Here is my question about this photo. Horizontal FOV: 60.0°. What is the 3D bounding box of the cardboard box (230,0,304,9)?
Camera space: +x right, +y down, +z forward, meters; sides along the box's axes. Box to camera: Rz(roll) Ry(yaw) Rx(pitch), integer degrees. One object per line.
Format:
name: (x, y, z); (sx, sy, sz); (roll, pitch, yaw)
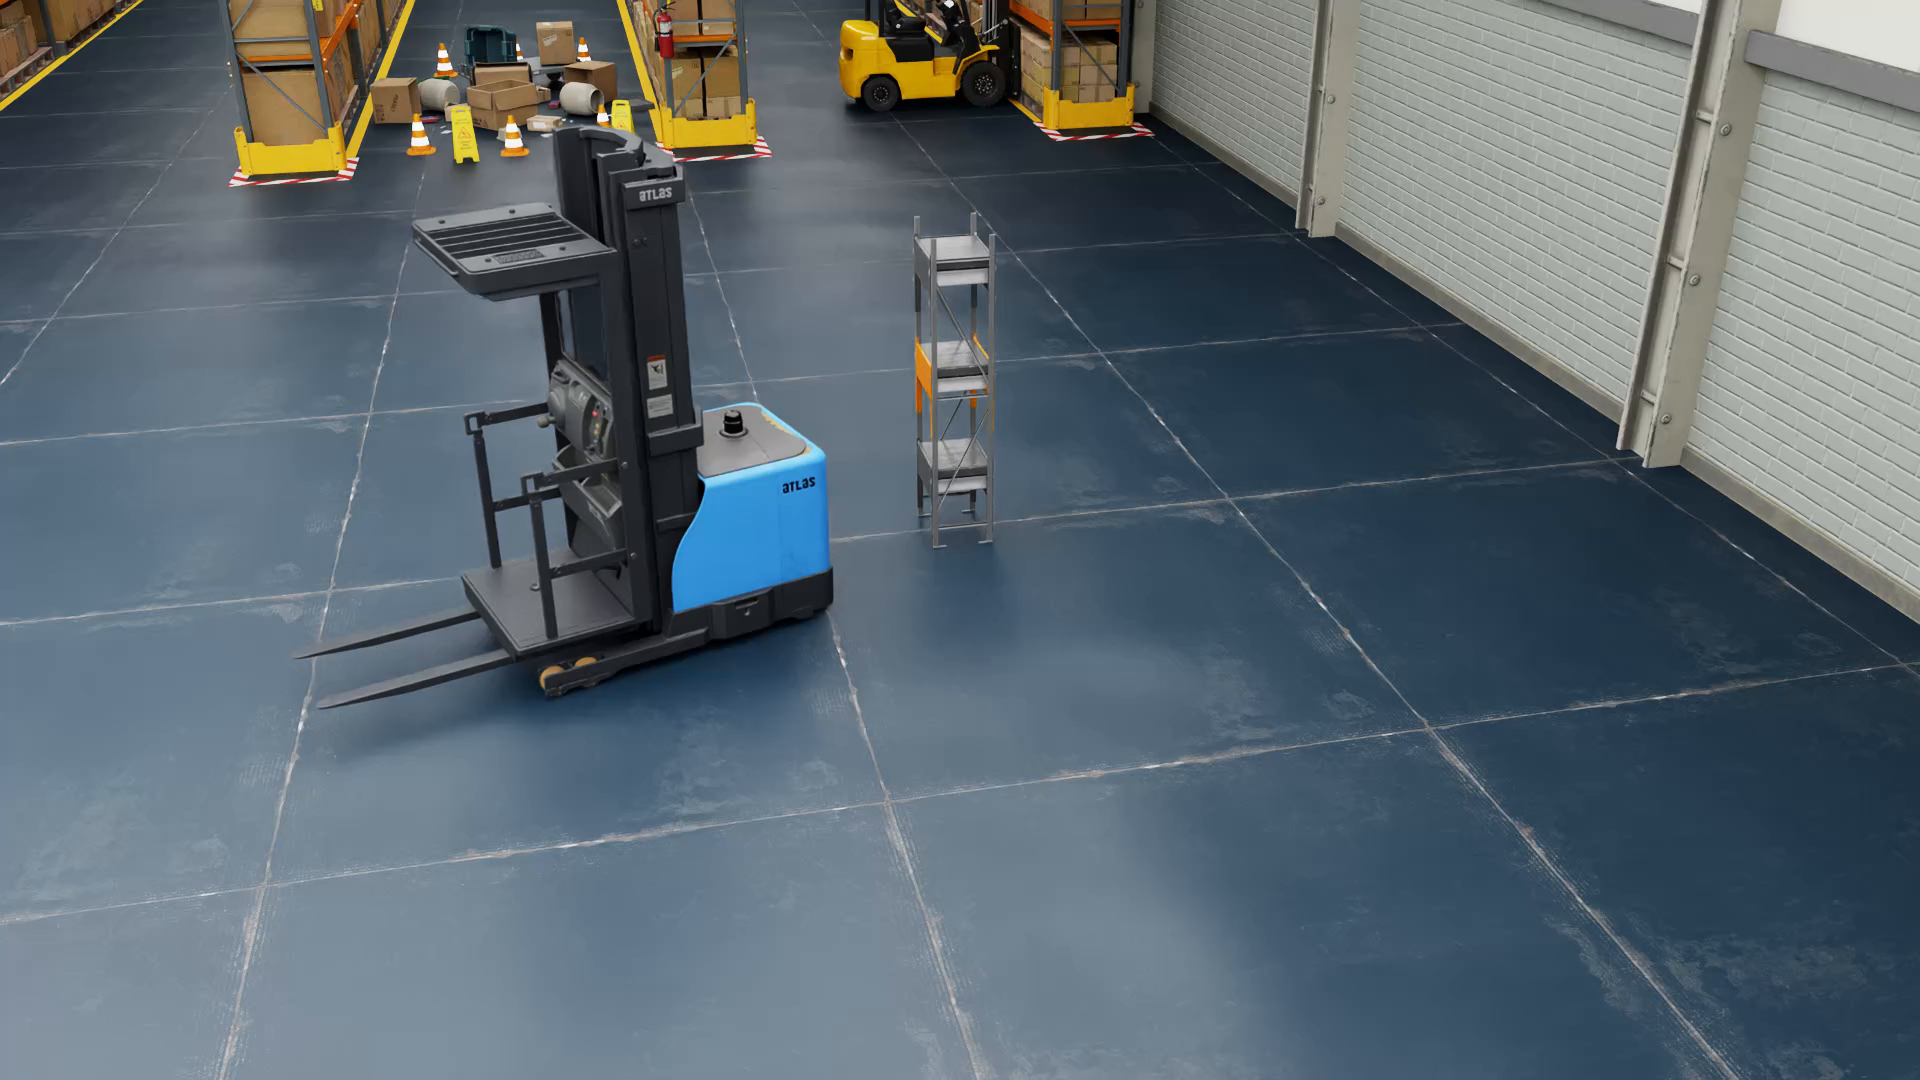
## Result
cardboard box: (-7.994, -6.499, 19.280); (0.875, 0.550, 0.550); (-6, 27, -12)

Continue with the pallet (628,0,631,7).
pallet: (-5.605, -10.023, 30.719); (1.003, 0.211, 1.213); (-6, 27, -12)

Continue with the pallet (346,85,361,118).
pallet: (-8.755, -5.953, 22.656); (1.003, 0.211, 1.213); (-6, 27, -12)

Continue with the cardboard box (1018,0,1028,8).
cardboard box: (1.096, -7.524, 22.563); (0.500, 0.500, 0.500); (-6, 27, -13)

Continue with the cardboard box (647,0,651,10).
cardboard box: (-4.012, -7.241, 22.393); (0.380, 0.149, 0.250); (-6, 27, -11)

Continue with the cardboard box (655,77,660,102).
cardboard box: (-3.825, -6.076, 22.390); (0.500, 0.250, 0.500); (-7, 28, -13)

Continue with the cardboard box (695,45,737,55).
cardboard box: (-3.189, -6.247, 21.898); (0.500, 0.500, 0.500); (-7, 28, -14)

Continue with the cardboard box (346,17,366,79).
cardboard box: (-9.077, -6.986, 23.639); (1.050, 0.750, 0.750); (-6, 27, -12)

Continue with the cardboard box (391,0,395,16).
cardboard box: (-9.899, -9.149, 28.202); (0.500, 0.500, 0.500); (-7, 28, -13)

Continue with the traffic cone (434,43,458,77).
traffic cone: (-7.681, -7.149, 24.747); (0.336, 0.463, 0.334); (-6, 27, -12)

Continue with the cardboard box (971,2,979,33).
cardboard box: (0.657, -7.948, 25.683); (0.875, 0.625, 0.625); (-5, 27, -9)

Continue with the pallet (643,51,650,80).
pallet: (-4.227, -7.183, 25.094); (1.003, 0.211, 1.213); (-6, 27, -12)

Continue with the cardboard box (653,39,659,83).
cardboard box: (-3.811, -6.402, 22.204); (0.500, 0.500, 0.500); (-7, 28, -13)

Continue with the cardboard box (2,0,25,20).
cardboard box: (-14.426, -7.960, 24.993); (0.500, 0.250, 0.500); (-5, 27, -9)

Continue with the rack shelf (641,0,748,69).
rack shelf: (-3.599, -6.887, 22.212); (1.077, 0.370, 4.000); (-6, 27, -12)

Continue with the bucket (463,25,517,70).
bucket: (-6.573, -6.931, 23.446); (0.726, 0.611, 0.620); (3, 17, 6)

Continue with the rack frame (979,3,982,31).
rack frame: (0.785, -8.592, 24.791); (1.000, 3.000, 0.127); (-6, 27, -12)

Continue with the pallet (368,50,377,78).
pallet: (-9.376, -7.162, 25.053); (1.003, 0.211, 1.213); (-6, 27, -12)

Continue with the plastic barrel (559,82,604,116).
plastic barrel: (-5.089, -5.934, 22.382); (0.512, 0.421, 0.421); (13, 30, 24)

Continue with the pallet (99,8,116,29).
pallet: (-15.261, -9.016, 28.726); (1.003, 0.211, 1.213); (-6, 27, -12)

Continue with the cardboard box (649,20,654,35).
cardboard box: (-4.029, -6.980, 22.630); (0.380, 0.149, 0.250); (-4, 27, -9)

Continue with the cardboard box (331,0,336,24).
cardboard box: (-8.385, -6.735, 20.945); (0.875, 0.550, 0.500); (-6, 27, -12)

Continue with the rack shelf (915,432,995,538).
rack shelf: (-0.037, -0.373, 11.089); (0.431, 0.518, 0.480); (-6, 27, -12)

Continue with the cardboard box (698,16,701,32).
cardboard box: (-3.094, -6.498, 20.920); (0.380, 0.149, 0.250); (-6, 27, -11)

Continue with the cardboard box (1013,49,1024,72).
cardboard box: (1.033, -6.647, 22.968); (0.500, 0.250, 0.500); (-7, 28, -13)

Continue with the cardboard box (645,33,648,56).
cardboard box: (-4.171, -7.331, 24.742); (0.950, 0.372, 0.625); (-6, 27, -11)

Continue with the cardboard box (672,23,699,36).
cardboard box: (-3.441, -6.361, 20.649); (0.380, 0.149, 0.250); (-5, 27, -10)

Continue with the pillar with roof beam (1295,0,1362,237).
pillar with roof beam: (-0.434, -6.841, 14.662); (9.100, 9.000, 0.400); (-6, 27, -12)

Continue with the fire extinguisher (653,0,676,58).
fire extinguisher: (-3.572, -6.199, 20.135); (0.296, 0.674, 0.183); (-6, 27, -12)

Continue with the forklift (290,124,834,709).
forklift: (-2.298, -0.701, 9.233); (3.031, 2.935, 1.130); (-16, 31, -28)

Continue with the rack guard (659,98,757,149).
rack guard: (-3.166, -5.248, 20.939); (1.175, 0.500, 0.348); (-6, 27, -12)

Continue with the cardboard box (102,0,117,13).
cardboard box: (-15.344, -9.552, 28.585); (1.225, 0.875, 0.875); (-6, 27, -11)

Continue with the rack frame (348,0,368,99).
rack frame: (-8.850, -7.540, 22.705); (1.000, 3.000, 0.127); (-6, 27, -12)

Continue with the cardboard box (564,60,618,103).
cardboard box: (-5.134, -6.363, 23.146); (0.500, 0.500, 0.500); (13, 30, 24)

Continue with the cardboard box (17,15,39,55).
cardboard box: (-14.436, -7.625, 25.160); (0.700, 0.500, 0.500); (-7, 28, -14)

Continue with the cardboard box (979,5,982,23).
cardboard box: (0.589, -7.754, 24.607); (0.500, 0.250, 0.500); (-6, 27, -12)

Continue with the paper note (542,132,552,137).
paper note: (-5.301, -5.218, 21.401); (0.148, 0.019, 0.142); (-16, 31, -29)

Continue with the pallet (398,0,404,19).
pallet: (-10.476, -9.465, 29.615); (1.003, 0.211, 1.213); (-6, 27, -12)

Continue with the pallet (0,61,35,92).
pallet: (-14.160, -6.714, 24.164); (1.003, 0.211, 1.213); (-6, 27, -12)

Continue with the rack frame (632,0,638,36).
rack frame: (-4.951, -9.843, 27.268); (1.000, 3.000, 0.127); (-6, 27, -12)

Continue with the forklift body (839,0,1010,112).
forklift body: (-0.518, -7.105, 22.785); (2.313, 2.155, 1.214); (-6, 27, -12)

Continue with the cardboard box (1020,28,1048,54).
cardboard box: (1.035, -6.857, 22.829); (0.500, 0.250, 0.500); (-6, 27, -11)

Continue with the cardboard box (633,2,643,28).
cardboard box: (-4.834, -8.608, 27.272); (0.950, 0.372, 0.625); (-8, 28, -15)

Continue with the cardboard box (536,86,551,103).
cardboard box: (-5.957, -6.291, 23.265); (0.396, 0.266, 0.258); (19, 32, 32)

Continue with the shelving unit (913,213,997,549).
shelving unit: (-0.037, -1.010, 10.767); (0.431, 2.100, 0.503); (-6, 27, -12)

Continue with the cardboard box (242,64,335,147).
cardboard box: (-8.166, -5.314, 20.187); (0.875, 0.875, 0.875); (-6, 27, -11)

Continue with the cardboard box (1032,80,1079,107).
cardboard box: (1.273, -5.970, 22.182); (0.500, 0.250, 0.500); (-6, 27, -11)

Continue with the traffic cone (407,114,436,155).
traffic cone: (-6.685, -5.028, 20.545); (0.336, 0.463, 0.334); (-6, 27, -12)

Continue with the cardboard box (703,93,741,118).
cardboard box: (-3.061, -5.673, 21.592); (0.500, 0.250, 0.500); (-6, 27, -12)

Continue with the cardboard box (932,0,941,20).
cardboard box: (0.011, -9.200, 28.165); (0.875, 0.625, 0.625); (-5, 27, -10)

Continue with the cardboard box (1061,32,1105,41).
cardboard box: (1.647, -6.692, 22.501); (0.500, 0.250, 0.500); (-6, 27, -12)

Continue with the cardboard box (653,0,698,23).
cardboard box: (-3.539, -6.718, 20.637); (0.500, 0.500, 0.500); (-6, 27, -13)

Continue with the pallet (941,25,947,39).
pallet: (0.303, -8.204, 27.115); (1.003, 0.211, 1.213); (-6, 27, -12)
